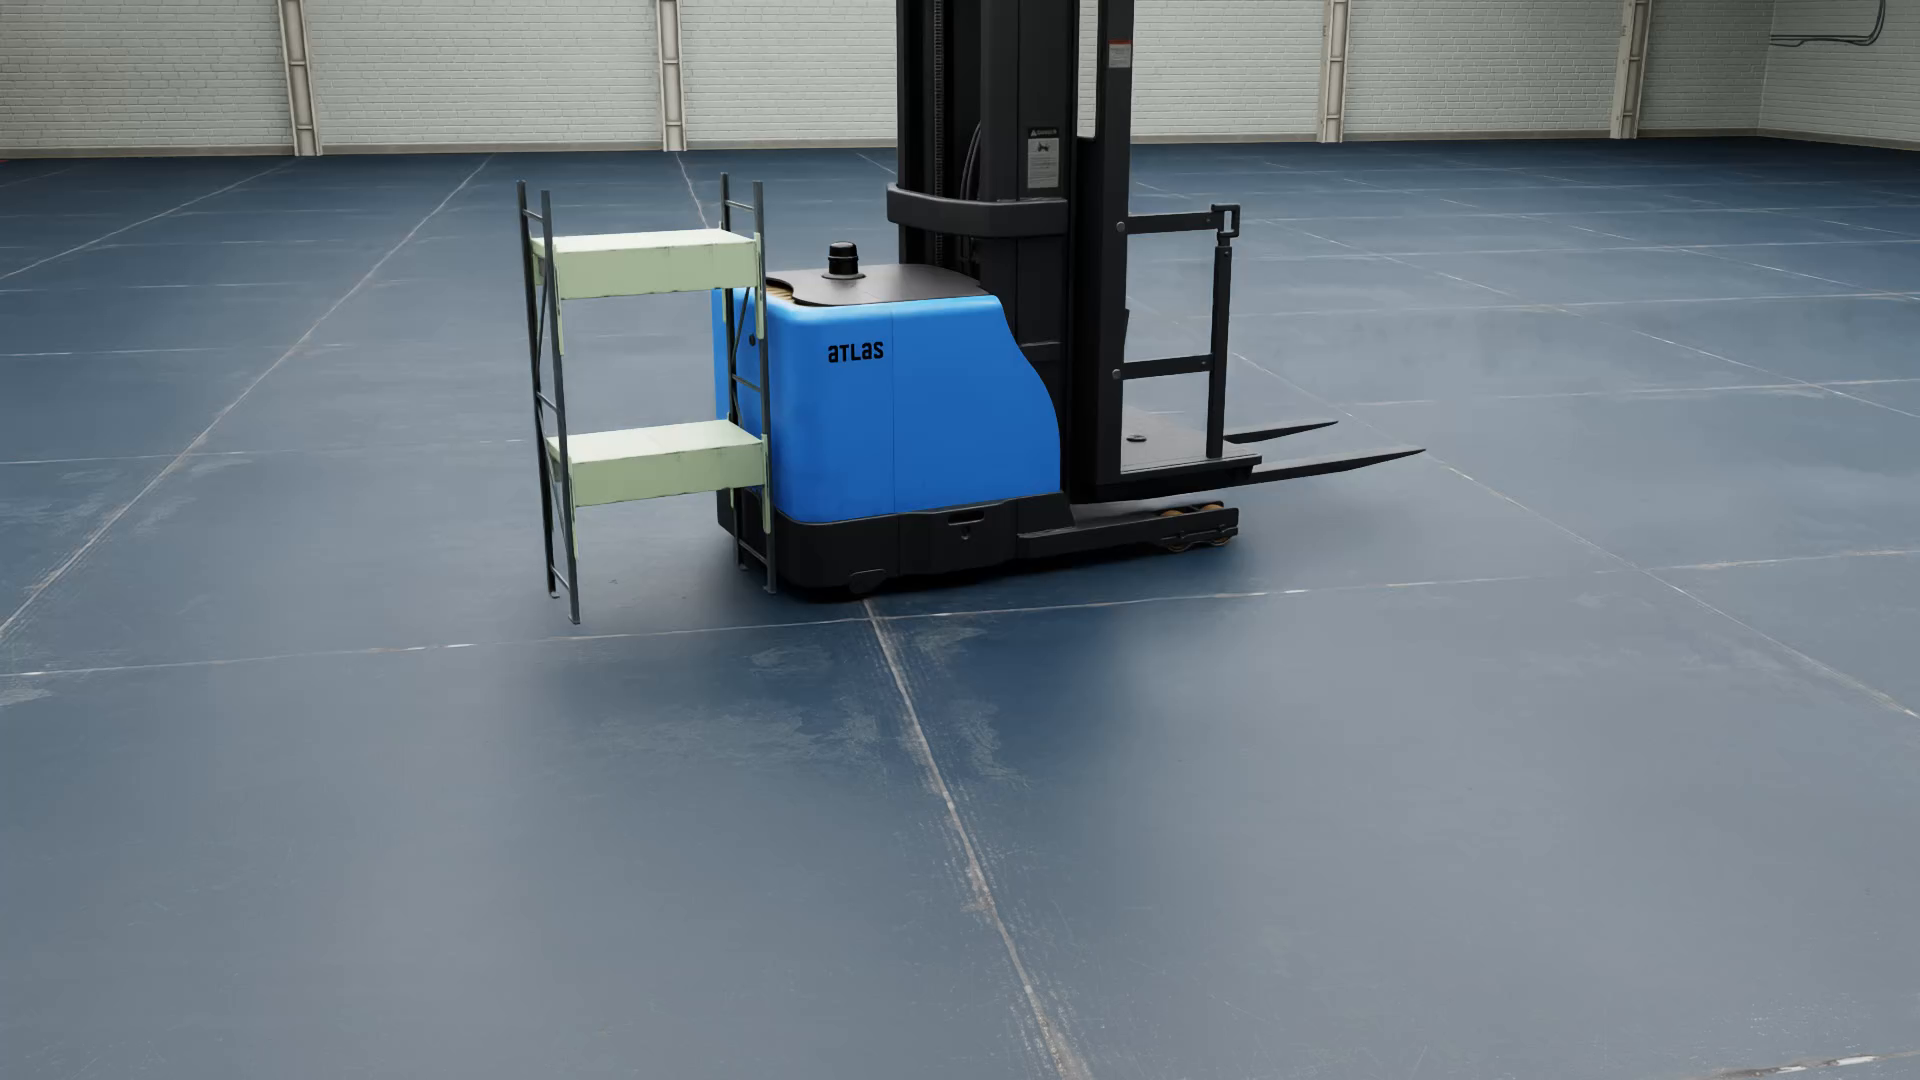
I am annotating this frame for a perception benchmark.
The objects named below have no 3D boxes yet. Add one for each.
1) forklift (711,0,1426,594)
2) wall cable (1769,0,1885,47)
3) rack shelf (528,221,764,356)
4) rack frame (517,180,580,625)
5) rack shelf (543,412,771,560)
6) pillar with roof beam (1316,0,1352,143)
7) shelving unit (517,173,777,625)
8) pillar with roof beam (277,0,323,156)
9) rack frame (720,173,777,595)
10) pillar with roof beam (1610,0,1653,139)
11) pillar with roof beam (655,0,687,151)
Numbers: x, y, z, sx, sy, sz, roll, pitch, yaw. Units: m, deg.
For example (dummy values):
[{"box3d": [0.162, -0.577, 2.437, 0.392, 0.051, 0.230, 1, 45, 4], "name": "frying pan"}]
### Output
[{"box3d": [0.561, -1.482, 6.646, 3.031, 2.935, 1.130, -8, 19, -25], "name": "forklift"}, {"box3d": [15.892, -10.332, 30.413, 0.112, 2.526, 3.097, -3, 17, -10], "name": "wall cable"}, {"box3d": [-1.106, -0.894, 5.838, 0.720, 0.370, 0.431, -8, 19, -25], "name": "rack shelf"}, {"box3d": [-1.434, -0.473, 5.798, 0.023, 1.500, 0.400, -8, 19, -25], "name": "rack frame"}, {"box3d": [-1.105, -0.209, 6.048, 0.720, 0.370, 0.431, -8, 19, -25], "name": "rack shelf"}, {"box3d": [7.674, -10.458, 25.536, 0.400, 9.000, 9.100, -3, 17, -10], "name": "pillar with roof beam"}, {"box3d": [-1.106, -0.521, 5.952, 0.755, 1.500, 0.431, -8, 19, -25], "name": "shelving unit"}, {"box3d": [-9.999, -9.456, 22.272, 0.400, 9.000, 9.100, -3, 17, -10], "name": "pillar with roof beam"}, {"box3d": [-0.777, -0.568, 6.107, 0.023, 1.500, 0.400, -8, 19, -25], "name": "rack frame"}, {"box3d": [13.565, -10.793, 26.624, 0.400, 9.000, 9.100, -3, 17, -10], "name": "pillar with roof beam"}, {"box3d": [-4.108, -9.790, 23.360, 0.400, 9.000, 9.100, -3, 17, -10], "name": "pillar with roof beam"}]
